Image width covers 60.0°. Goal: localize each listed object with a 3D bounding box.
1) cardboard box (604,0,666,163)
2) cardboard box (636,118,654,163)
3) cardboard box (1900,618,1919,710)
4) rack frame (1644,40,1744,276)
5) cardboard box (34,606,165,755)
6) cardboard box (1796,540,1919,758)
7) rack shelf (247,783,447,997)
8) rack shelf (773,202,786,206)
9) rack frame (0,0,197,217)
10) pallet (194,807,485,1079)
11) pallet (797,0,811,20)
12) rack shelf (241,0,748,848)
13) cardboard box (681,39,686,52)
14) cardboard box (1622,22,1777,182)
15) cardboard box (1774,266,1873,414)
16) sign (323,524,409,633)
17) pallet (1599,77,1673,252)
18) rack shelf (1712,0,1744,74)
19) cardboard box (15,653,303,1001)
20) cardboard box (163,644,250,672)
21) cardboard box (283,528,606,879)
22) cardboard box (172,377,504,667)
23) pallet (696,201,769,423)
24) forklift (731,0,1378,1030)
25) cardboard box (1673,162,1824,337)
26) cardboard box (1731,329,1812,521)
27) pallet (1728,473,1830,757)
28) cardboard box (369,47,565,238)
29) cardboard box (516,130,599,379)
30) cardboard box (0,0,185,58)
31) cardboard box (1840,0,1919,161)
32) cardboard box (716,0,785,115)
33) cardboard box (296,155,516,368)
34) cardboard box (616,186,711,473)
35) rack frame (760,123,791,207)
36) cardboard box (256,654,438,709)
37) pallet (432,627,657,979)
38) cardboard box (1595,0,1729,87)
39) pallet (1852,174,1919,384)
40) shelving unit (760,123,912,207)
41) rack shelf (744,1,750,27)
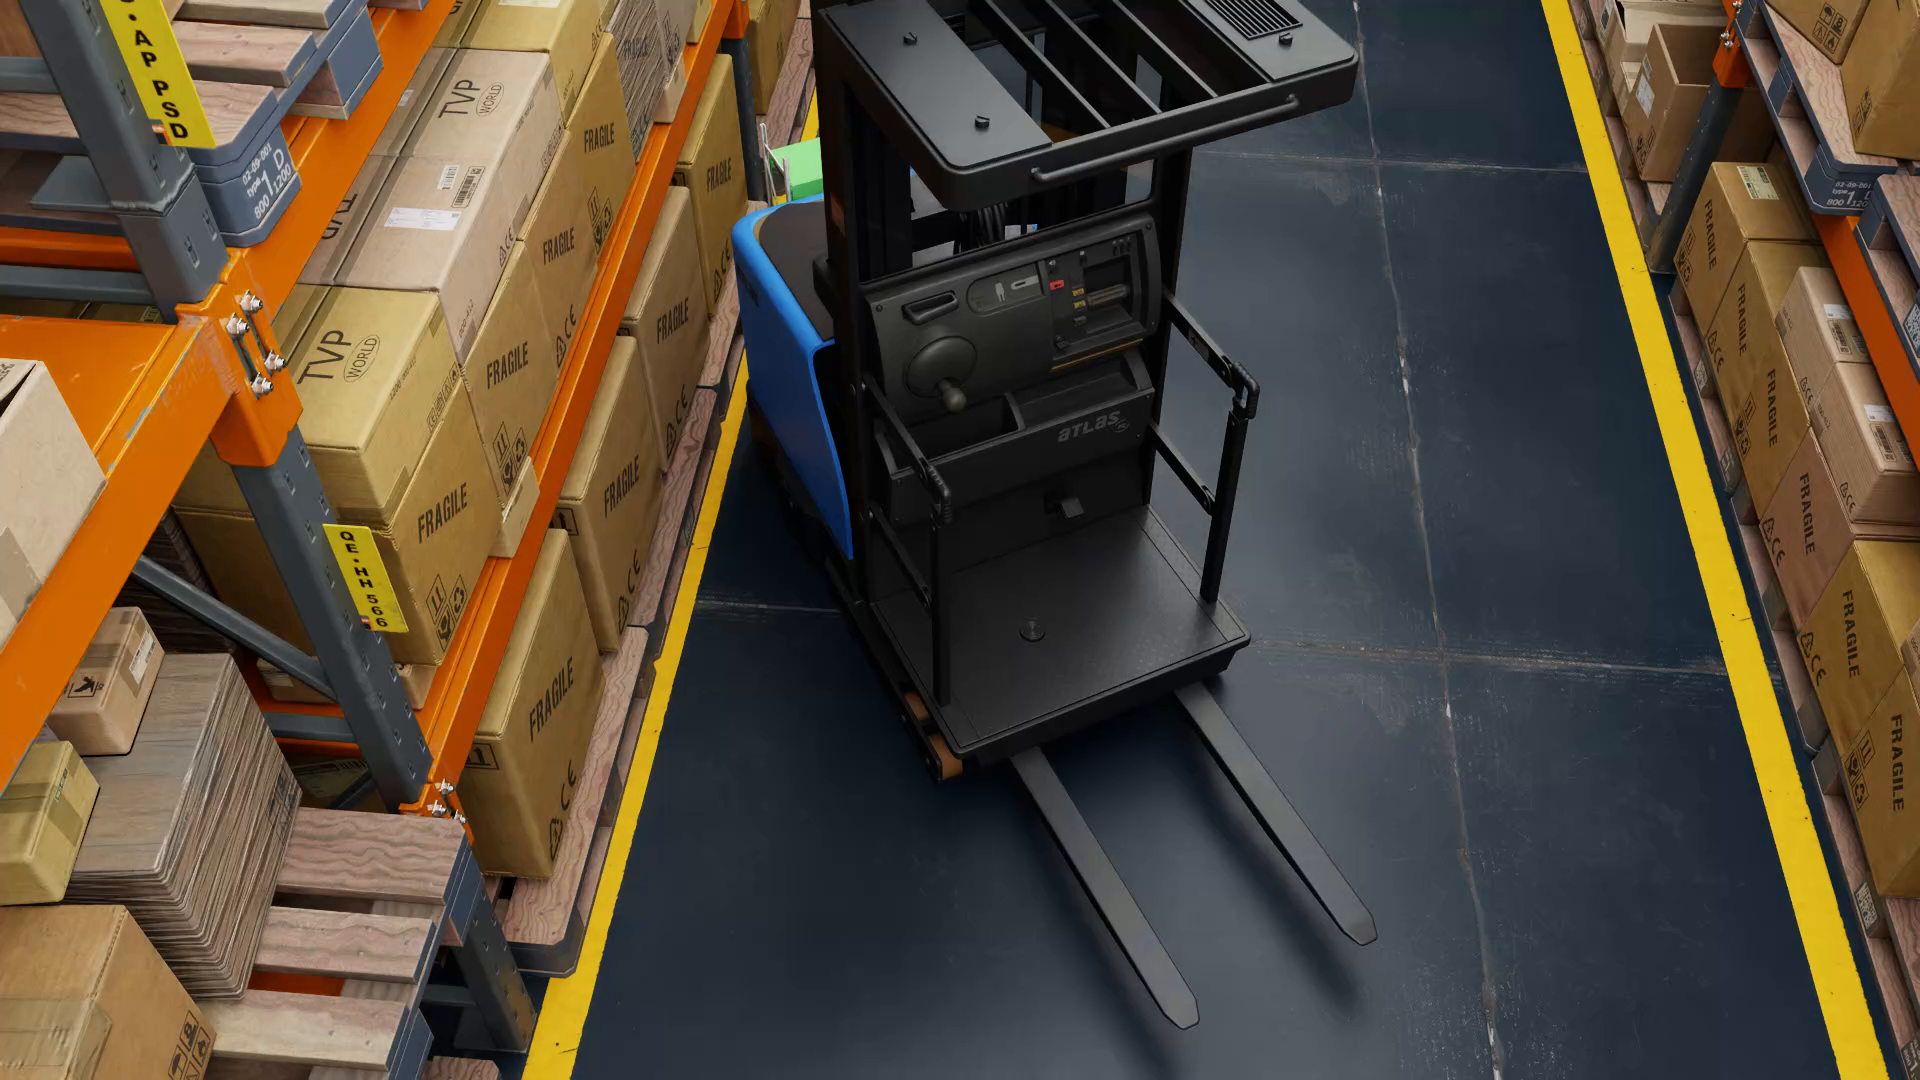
[{"bbox_3d":[-1.278,-1.563,5.364,0.500,0.500,0.500,4,48,4],"label":"cardboard box"},{"bbox_3d":[-1.267,-1.430,5.681,0.380,0.149,0.250,4,48,4],"label":"cardboard box"},{"bbox_3d":[3.025,0.444,4.698,0.500,0.250,0.500,6,48,5],"label":"cardboard box"},{"bbox_3d":[3.537,-2.192,6.222,1.000,3.000,0.127,4,48,4],"label":"rack frame"},{"bbox_3d":[-1.762,0.271,3.164,0.380,0.149,0.250,-2,48,-2],"label":"cardboard box"},{"bbox_3d":[3.072,0.359,5.285,0.500,0.500,0.500,2,48,2],"label":"cardboard box"},{"bbox_3d":[-1.943,2.129,2.757,1.077,0.370,4.000,4,48,4],"label":"rack shelf"},{"bbox_3d":[-0.443,-1.213,6.308,0.480,0.148,0.258,-20,50,-17],"label":"rack shelf"},{"bbox_3d":[-1.761,-1.608,1.622,1.000,3.000,0.127,4,48,4],"label":"rack frame"},{"bbox_3d":[-1.719,1.012,3.421,1.213,0.211,1.003,4,48,4],"label":"pallet"},{"bbox_3d":[-1.140,-3.034,8.882,1.003,0.211,1.213,4,48,4],"label":"pallet"},{"bbox_3d":[-1.578,-0.810,5.446,1.077,0.370,4.000,4,48,4],"label":"rack shelf"},{"bbox_3d":[-1.213,-1.803,6.023,0.380,0.149,0.250,5,48,5],"label":"cardboard box"},{"bbox_3d":[3.307,-1.935,7.383,0.500,0.500,0.500,4,48,4],"label":"cardboard box"},{"bbox_3d":[3.159,-0.676,5.723,0.500,0.250,0.500,4,48,4],"label":"cardboard box"},{"bbox_3d":[-1.219,0.082,3.411,0.100,0.325,0.005,4,48,4],"label":"sign"},{"bbox_3d":[3.601,-1.756,7.713,1.003,0.211,1.213,4,48,4],"label":"pallet"},{"bbox_3d":[3.720,-3.419,7.832,1.077,0.370,4.000,4,48,4],"label":"rack shelf"},{"bbox_3d":[-1.794,0.581,3.320,0.700,0.500,0.500,-1,48,-1],"label":"cardboard box"},{"bbox_3d":[-1.986,0.238,4.156,0.380,0.149,0.250,5,48,4],"label":"cardboard box"},{"bbox_3d":[-1.563,0.469,4.961,0.750,0.750,0.750,3,48,3],"label":"cardboard box"},{"bbox_3d":[-1.462,-0.064,3.993,0.500,0.500,0.500,5,48,5],"label":"cardboard box"},{"bbox_3d":[-1.391,-1.009,7.030,1.003,0.211,1.213,4,48,4],"label":"pallet"},{"bbox_3d":[0.272,-0.571,4.786,1.130,2.935,3.031,-20,50,-17],"label":"forklift"},{"bbox_3d":[3.251,-1.158,6.672,0.500,0.500,0.500,2,48,2],"label":"cardboard box"},{"bbox_3d":[3.160,-0.399,5.978,0.500,0.500,0.500,4,48,4],"label":"cardboard box"},{"bbox_3d":[3.392,0.248,5.880,1.003,0.211,1.213,4,48,4],"label":"pallet"},{"bbox_3d":[-1.373,-1.056,4.392,0.500,0.250,0.500,4,48,4],"label":"cardboard box"},{"bbox_3d":[-1.358,-0.813,4.678,0.500,0.500,0.500,4,48,3],"label":"cardboard box"},{"bbox_3d":[-1.774,-1.131,2.853,0.700,0.500,0.500,1,48,0],"label":"cardboard box"},{"bbox_3d":[3.272,-1.525,5.260,0.700,0.500,0.500,11,48,10],"label":"cardboard box"},{"bbox_3d":[-1.226,-2.363,7.788,0.700,0.500,0.500,4,48,4],"label":"cardboard box"},{"bbox_3d":[-1.414,-0.689,4.056,0.500,0.250,0.500,3,48,3],"label":"cardboard box"},{"bbox_3d":[-1.404,-0.799,6.120,0.750,0.750,0.750,5,48,5],"label":"cardboard box"},{"bbox_3d":[-0.663,-1.016,6.367,0.015,1.200,0.240,-20,50,-17],"label":"rack frame"},{"bbox_3d":[-1.500,0.268,4.128,0.380,0.149,0.250,3,48,3],"label":"cardboard box"},{"bbox_3d":[-1.614,0.784,5.390,1.003,0.211,1.213,4,48,4],"label":"pallet"},{"bbox_3d":[3.375,-2.422,7.957,0.500,0.311,0.500,4,48,4],"label":"cardboard box"},{"bbox_3d":[3.345,-0.617,4.912,1.003,0.211,1.213,4,48,4],"label":"pallet"},{"bbox_3d":[-0.443,-1.094,6.438,0.503,1.200,0.258,-20,50,-17],"label":"shelving unit"},{"bbox_3d":[-1.214,-3.749,8.134,1.077,0.370,4.000,4,48,4],"label":"rack shelf"}]
